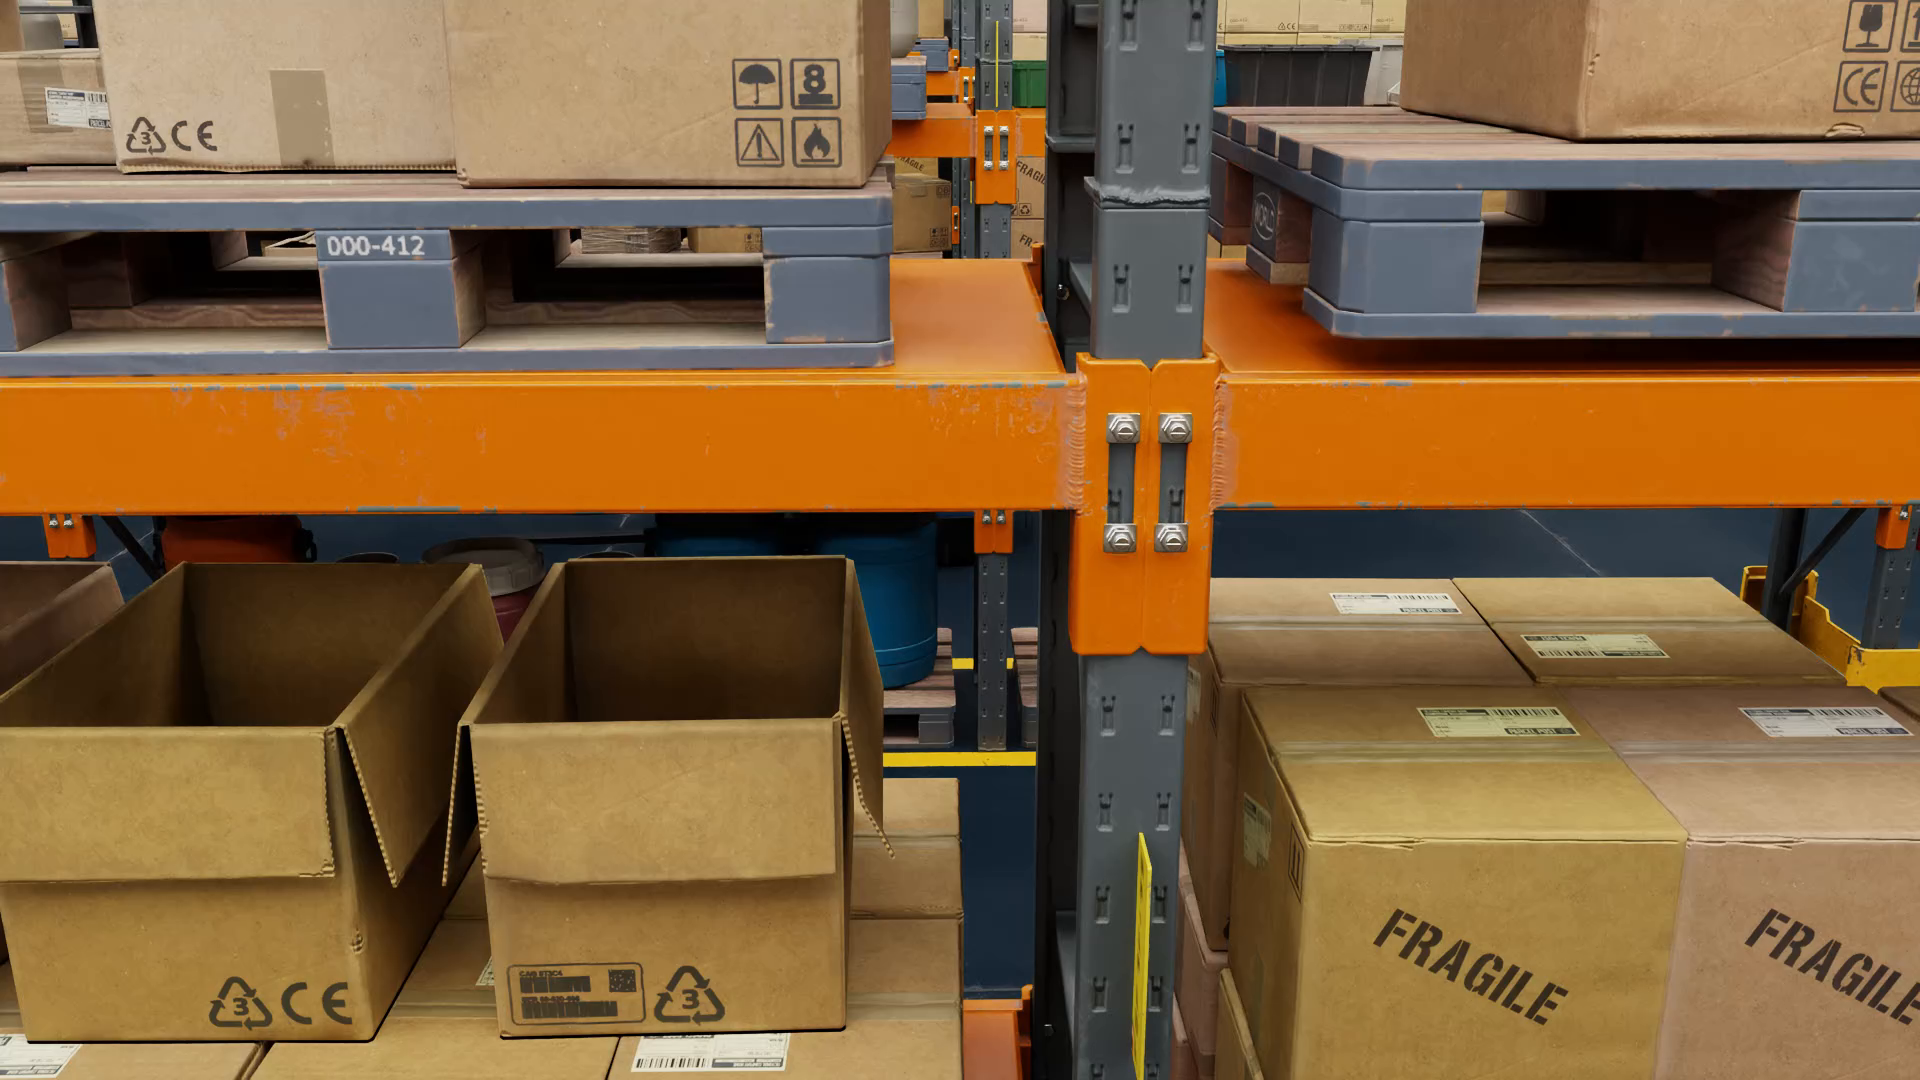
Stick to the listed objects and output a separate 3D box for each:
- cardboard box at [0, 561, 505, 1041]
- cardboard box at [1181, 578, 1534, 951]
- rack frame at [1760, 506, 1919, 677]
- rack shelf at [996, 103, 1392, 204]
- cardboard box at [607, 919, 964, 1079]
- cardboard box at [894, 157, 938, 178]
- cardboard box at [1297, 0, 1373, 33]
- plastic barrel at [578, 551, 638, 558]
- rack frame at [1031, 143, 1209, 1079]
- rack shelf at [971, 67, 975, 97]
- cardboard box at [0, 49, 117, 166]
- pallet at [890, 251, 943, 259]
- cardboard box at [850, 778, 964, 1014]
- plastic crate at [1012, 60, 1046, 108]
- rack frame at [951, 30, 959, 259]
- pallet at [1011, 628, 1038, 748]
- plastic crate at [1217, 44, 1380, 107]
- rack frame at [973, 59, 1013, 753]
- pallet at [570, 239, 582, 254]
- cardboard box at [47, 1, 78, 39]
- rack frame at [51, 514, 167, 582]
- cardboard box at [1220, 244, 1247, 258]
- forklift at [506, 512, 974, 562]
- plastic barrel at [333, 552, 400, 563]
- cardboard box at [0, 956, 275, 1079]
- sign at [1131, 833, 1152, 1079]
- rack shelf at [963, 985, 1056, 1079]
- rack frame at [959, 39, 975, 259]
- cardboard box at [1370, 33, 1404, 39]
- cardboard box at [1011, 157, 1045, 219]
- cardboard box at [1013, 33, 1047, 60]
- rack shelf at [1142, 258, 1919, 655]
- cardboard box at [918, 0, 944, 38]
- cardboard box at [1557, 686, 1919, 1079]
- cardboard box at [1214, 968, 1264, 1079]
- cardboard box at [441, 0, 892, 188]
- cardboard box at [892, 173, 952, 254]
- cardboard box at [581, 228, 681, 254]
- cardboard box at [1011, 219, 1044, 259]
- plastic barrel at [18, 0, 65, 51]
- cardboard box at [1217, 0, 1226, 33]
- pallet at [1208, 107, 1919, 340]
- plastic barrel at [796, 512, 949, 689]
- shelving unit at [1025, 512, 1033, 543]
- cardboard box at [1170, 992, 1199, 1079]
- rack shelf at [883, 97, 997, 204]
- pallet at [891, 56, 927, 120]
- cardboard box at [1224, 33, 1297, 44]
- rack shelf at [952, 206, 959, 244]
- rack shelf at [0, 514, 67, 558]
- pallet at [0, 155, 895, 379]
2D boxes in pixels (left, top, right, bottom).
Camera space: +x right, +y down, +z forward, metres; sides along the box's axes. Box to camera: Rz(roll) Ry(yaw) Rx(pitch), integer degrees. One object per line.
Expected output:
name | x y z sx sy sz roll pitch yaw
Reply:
cardboard box | -1.108 0.376 2.660 0.637 0.503 0.797 0 18 0
cardboard box | 0.672 0.384 2.969 0.500 0.500 0.500 0 18 1
rack frame | 4.138 -0.636 7.621 0.127 3.000 1.000 0 18 -1
rack shelf | 2.138 -1.712 7.242 4.000 0.370 1.077 0 18 -1
cardboard box | -0.246 0.934 2.563 0.500 0.500 0.500 0 18 -1
cardboard box | -0.475 -3.762 16.682 0.500 0.500 0.500 -1 18 -2
cardboard box | 2.554 -3.660 11.563 0.500 0.250 0.500 0 18 -1
plastic barrel | -1.680 0.344 7.950 0.421 0.512 0.421 0 18 0
rack frame | 0.217 0.896 2.845 0.127 3.000 1.000 0 18 -1
rack shelf | 2.064 -3.225 11.958 4.000 0.370 1.077 0 18 -1
cardboard box | -1.274 -0.652 2.481 0.250 0.149 0.380 -1 18 -3
pallet | -0.737 -2.068 12.398 1.213 0.211 1.003 0 18 -1
cardboard box | -0.247 0.774 3.061 0.500 0.500 0.500 0 18 -1
plastic crate | 0.558 -2.039 7.429 0.662 0.188 0.450 0 18 -1
rack frame | -0.018 -3.643 16.993 0.127 3.000 1.000 0 18 -1
pallet | 0.873 0.695 8.035 1.213 0.211 1.003 0 18 -1
plastic crate | 1.385 -1.905 6.880 0.590 0.269 0.497 0 18 -1
rack frame | 0.139 -0.617 7.561 0.127 3.000 1.000 0 18 -1
pallet | -3.259 -2.044 12.323 1.003 0.211 1.213 0 18 -1
cardboard box | -6.022 -3.639 11.627 0.500 0.250 0.500 -2 18 -6
rack frame | -3.861 -0.598 7.500 0.127 3.000 1.000 0 18 -1
cardboard box | 2.099 -2.105 12.035 0.500 0.500 0.500 -1 18 -2
forklift | -1.252 -1.345 9.943 3.031 2.935 1.130 -2 18 -7
plastic barrel | -2.809 0.349 7.933 0.421 0.512 0.421 0 18 0
cardboard box | -1.264 0.939 2.547 0.500 0.500 0.500 0 18 -2
sign | 0.235 0.548 2.164 0.005 0.325 0.100 0 18 -1
rack shelf | -1.783 1.248 2.925 4.000 0.370 1.077 0 18 -1
rack frame | 0.064 -2.130 12.277 0.127 3.000 1.000 0 18 -1
cardboard box | 3.054 -3.424 11.646 0.500 0.250 0.500 0 18 -1
cardboard box | 0.540 -2.570 11.848 0.500 0.500 0.500 0 18 1
cardboard box | 0.554 -3.414 11.613 0.500 0.250 0.500 0 18 -1
rack shelf | 2.217 -0.200 2.527 4.000 0.370 1.077 0 18 -1
cardboard box | -0.441 -3.874 11.786 0.600 0.600 0.600 -2 18 -6
cardboard box | 1.192 0.544 2.472 0.500 0.500 0.500 0 18 -1
cardboard box | 0.691 0.903 2.580 0.500 0.250 0.500 -1 18 -2
cardboard box | -0.363 -0.774 2.289 0.500 0.500 0.700 0 18 0
cardboard box | -0.413 -2.444 12.403 0.500 0.500 0.700 -6 19 -19
cardboard box | -2.390 -2.342 12.086 0.500 0.500 0.700 3 18 10
cardboard box | 0.578 -2.097 12.010 0.500 0.500 0.500 0 18 1
plastic barrel | -4.176 -2.171 7.312 0.421 0.512 0.421 0 18 0
cardboard box | 1.554 -3.653 11.541 0.500 0.250 0.500 0 18 -1
pallet | 1.035 -0.491 2.403 1.213 0.211 1.003 0 18 -1
plastic barrel | -0.406 0.180 7.825 0.708 0.901 0.600 0 18 -1
shelving unit | 0.346 -0.587 10.412 0.189 1.200 0.258 -2 18 -7
cardboard box | 0.517 0.914 3.200 0.250 0.149 0.380 0 18 -1
rack shelf | -1.861 -1.693 7.182 4.000 0.370 1.077 0 18 -1
pallet | -0.644 -1.922 7.026 1.003 0.211 1.213 0 18 -1
cardboard box | 2.054 -3.420 11.634 0.500 0.250 0.500 0 18 -1
rack shelf | -2.017 -3.291 17.073 4.000 0.370 1.077 0 18 -1
rack shelf | -5.861 -0.246 7.580 4.000 0.370 1.077 0 18 -1
pallet | -0.699 -0.422 2.355 1.217 0.209 0.805 -1 18 -3
